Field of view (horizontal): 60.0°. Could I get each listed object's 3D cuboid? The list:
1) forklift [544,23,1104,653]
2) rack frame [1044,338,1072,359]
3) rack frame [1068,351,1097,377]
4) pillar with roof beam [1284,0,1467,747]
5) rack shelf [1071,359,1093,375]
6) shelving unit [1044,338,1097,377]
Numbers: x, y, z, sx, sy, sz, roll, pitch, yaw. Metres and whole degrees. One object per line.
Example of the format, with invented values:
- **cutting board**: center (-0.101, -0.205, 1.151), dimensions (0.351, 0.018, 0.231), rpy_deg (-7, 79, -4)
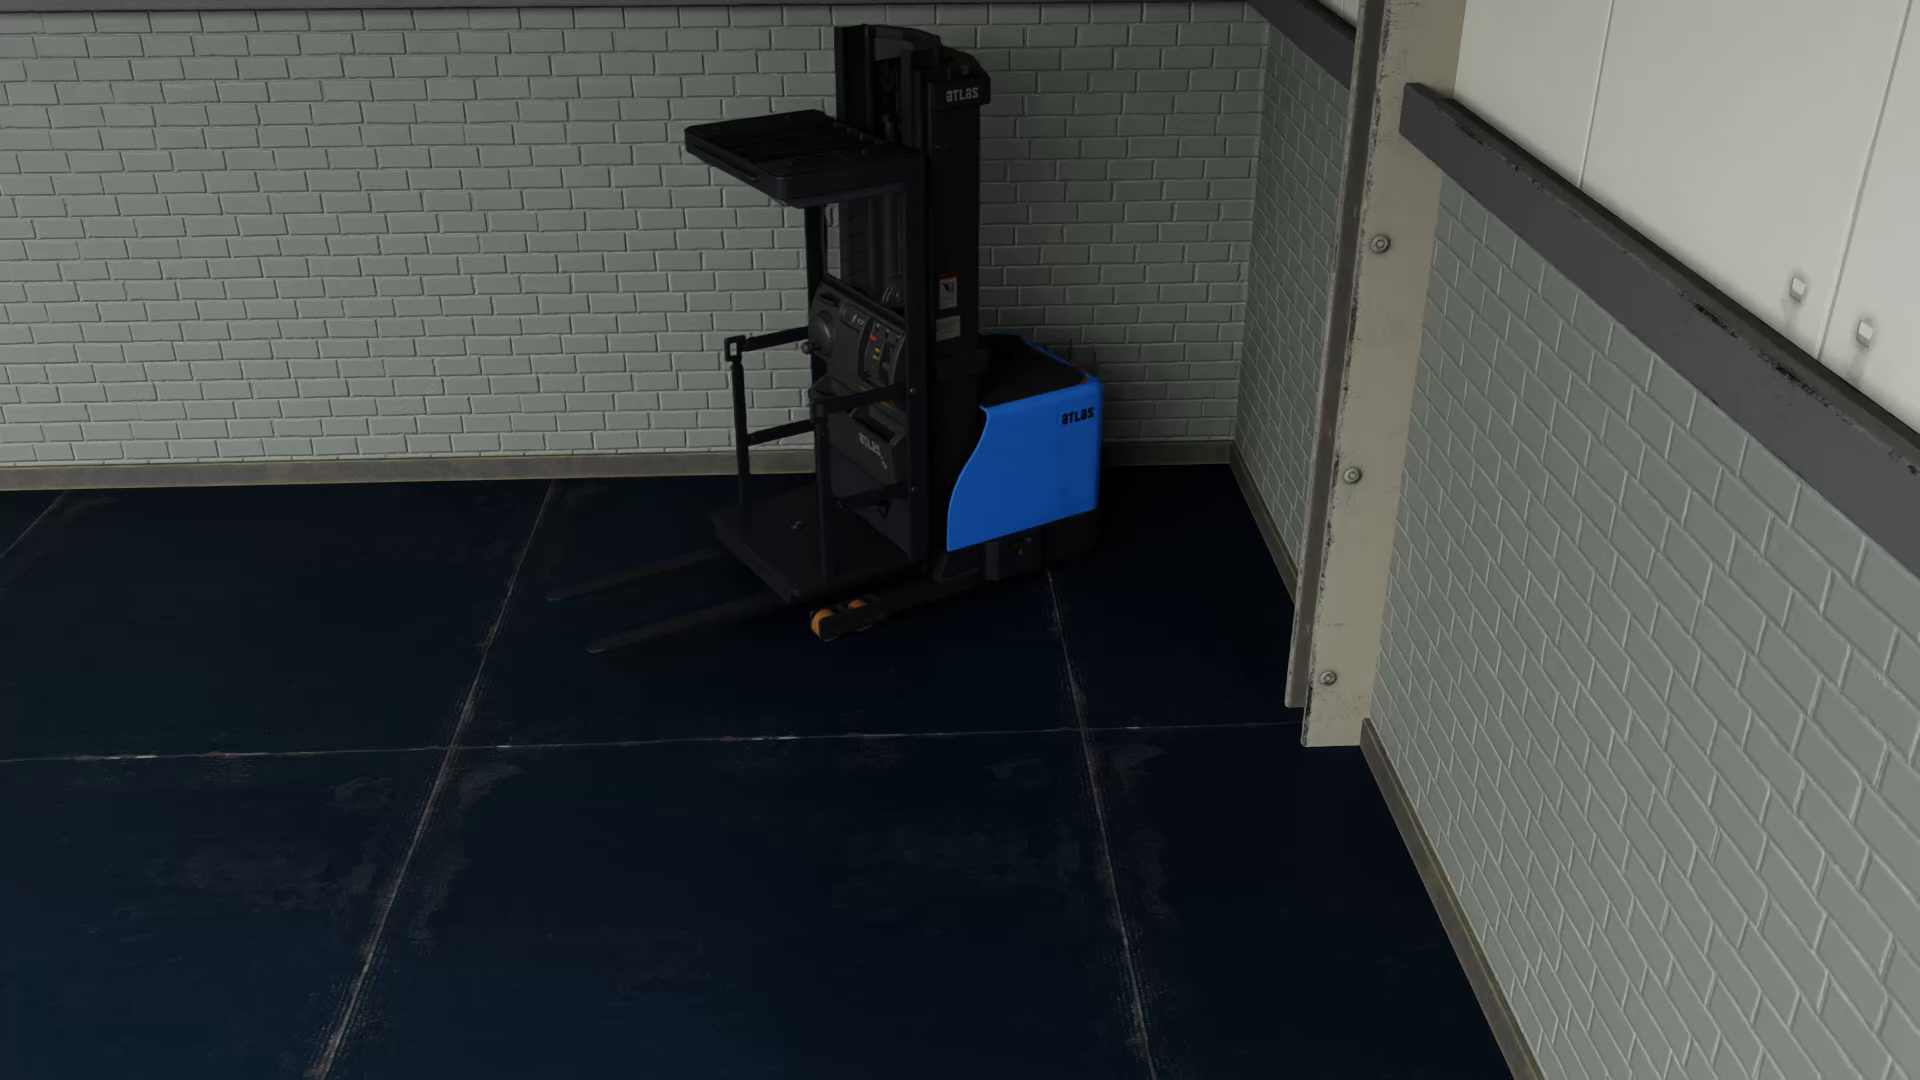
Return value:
- **forklift**: center (-0.717, -1.049, 8.591), dimensions (3.031, 2.935, 1.130), rpy_deg (-16, 32, -28)
- **rack frame**: center (0.572, -0.690, 9.939), dimensions (0.200, 1.050, 0.008), rpy_deg (-16, 32, -28)
- **rack frame**: center (0.701, -0.595, 9.755), dimensions (0.200, 1.050, 0.008), rpy_deg (-16, 32, -28)
- **pillar with roof beam**: center (-2.532, -3.003, 5.776), dimensions (9.100, 9.000, 0.400), rpy_deg (-1, 28, -3)
- **rack shelf**: center (0.637, -0.885, 9.720), dimensions (0.215, 0.259, 0.240), rpy_deg (-16, 32, -28)
- **shelving unit**: center (0.637, -0.643, 9.847), dimensions (0.215, 1.050, 0.252), rpy_deg (-16, 32, -28)
